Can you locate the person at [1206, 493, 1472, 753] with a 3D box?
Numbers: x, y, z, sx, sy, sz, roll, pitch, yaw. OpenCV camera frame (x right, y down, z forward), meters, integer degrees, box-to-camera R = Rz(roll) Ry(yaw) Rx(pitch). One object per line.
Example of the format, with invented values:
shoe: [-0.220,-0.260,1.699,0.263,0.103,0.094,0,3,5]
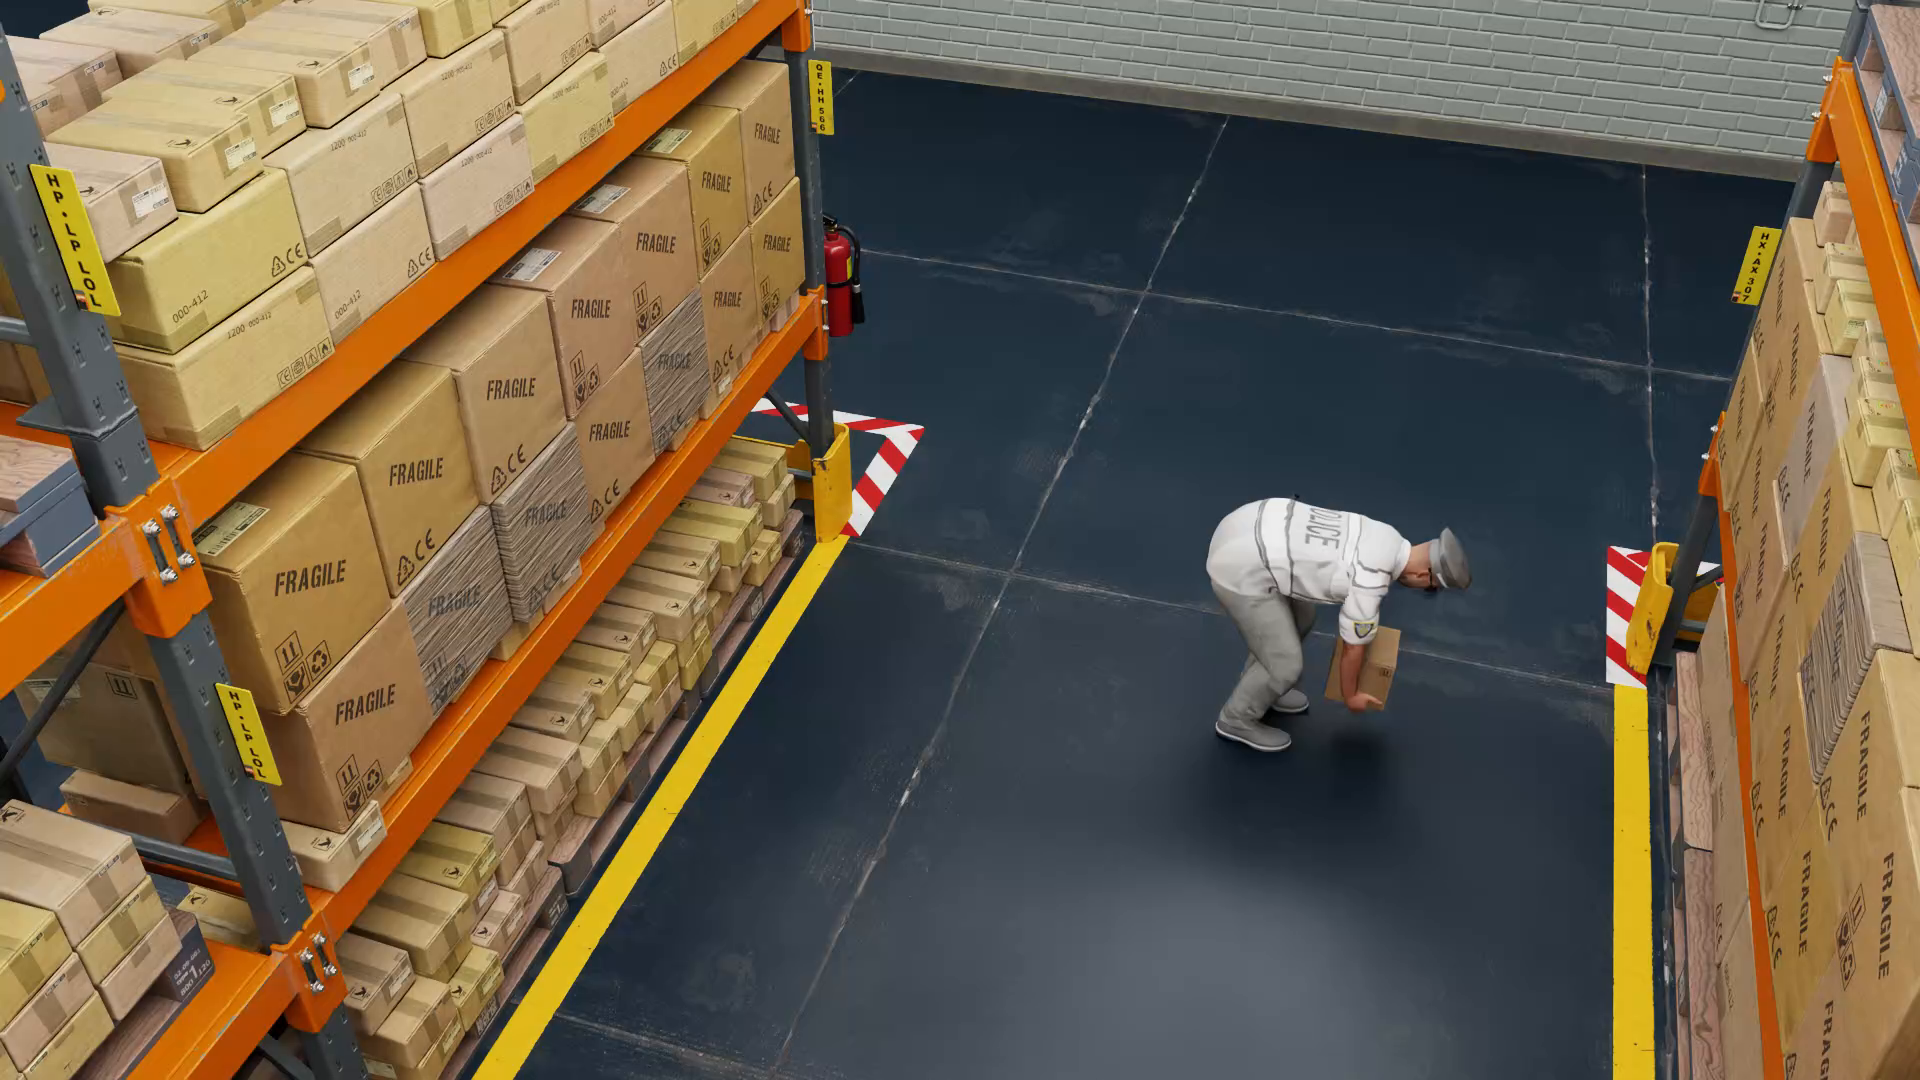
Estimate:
person: [1.526,0.376,6.919,1.045,1.113,0.490,9,38,12]
